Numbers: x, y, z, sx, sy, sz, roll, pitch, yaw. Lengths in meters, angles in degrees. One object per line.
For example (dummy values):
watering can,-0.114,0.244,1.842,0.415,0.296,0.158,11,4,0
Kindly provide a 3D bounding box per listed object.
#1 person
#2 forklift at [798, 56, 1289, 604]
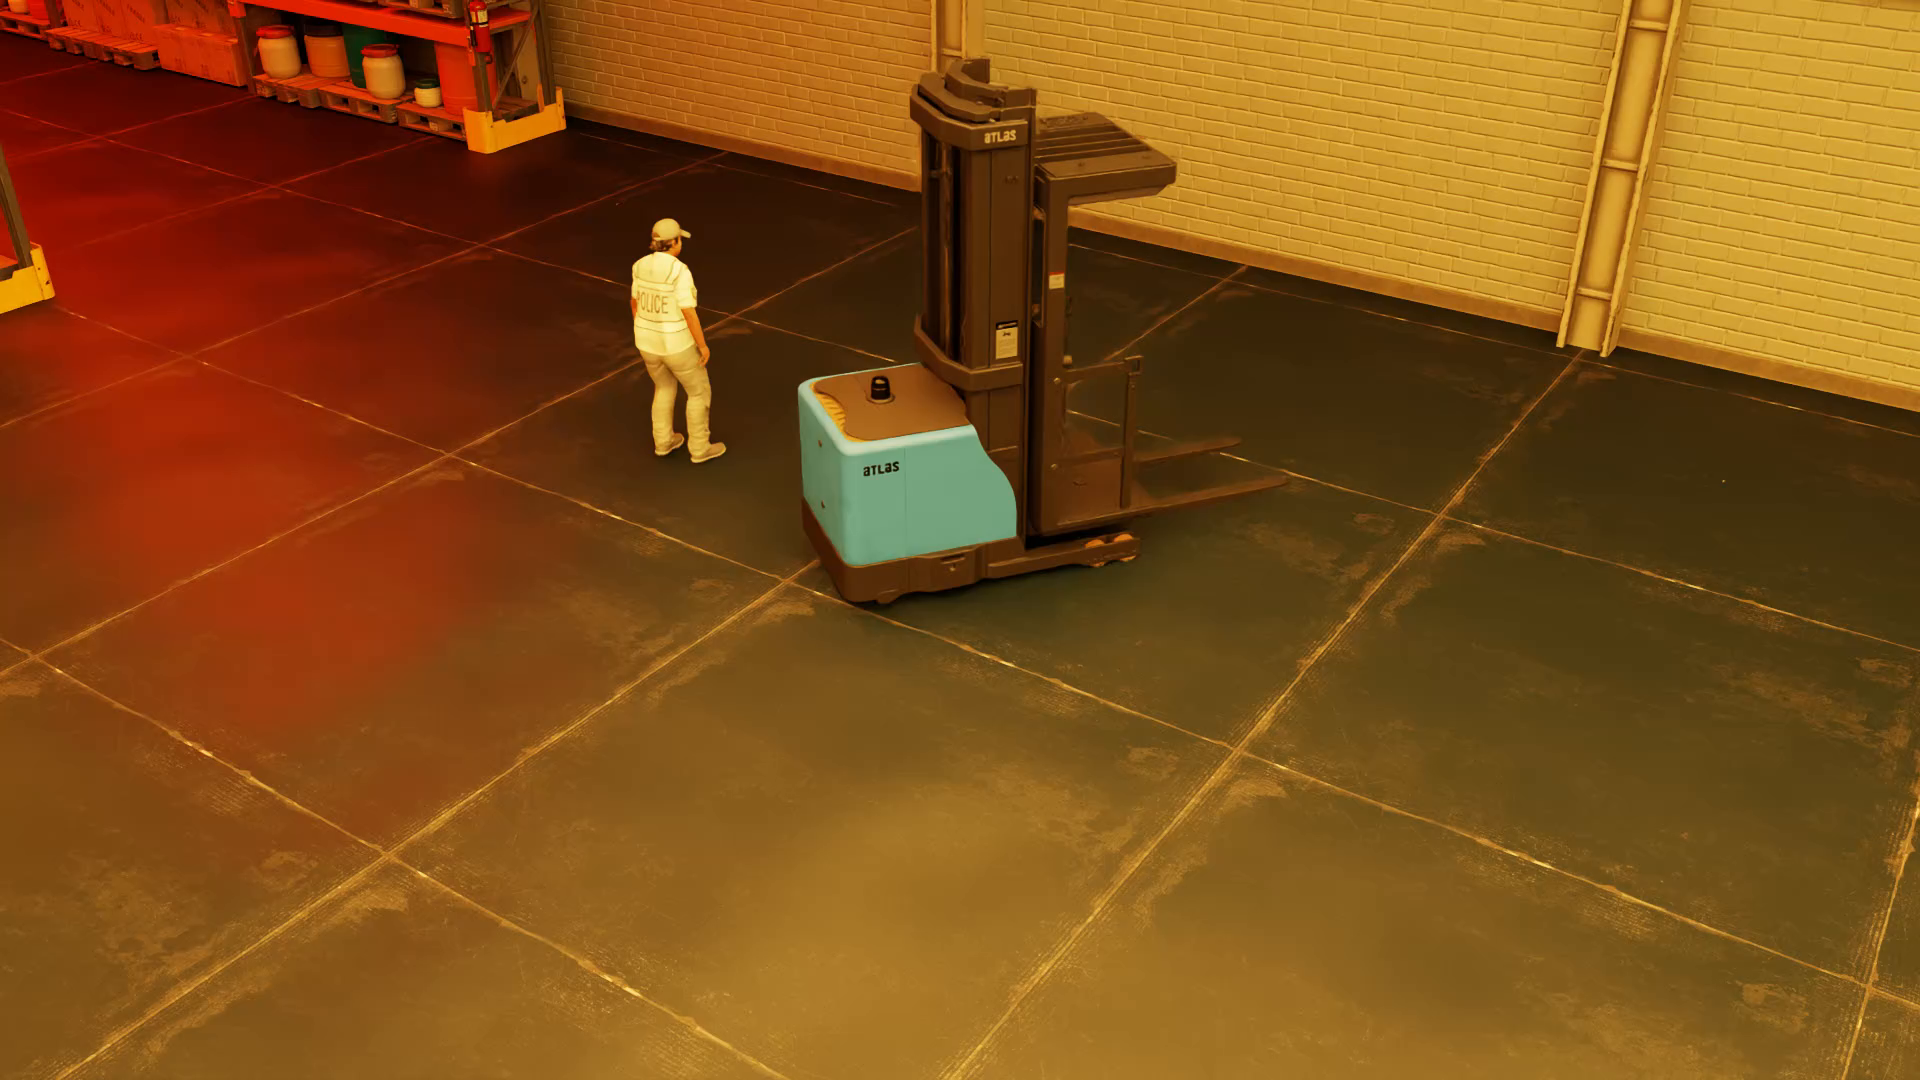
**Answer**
person,-1.916,-1.328,11.132,0.551,1.664,0.462,16,34,26
forklift,0.582,-1.338,9.886,3.031,2.935,1.130,-11,32,-18
